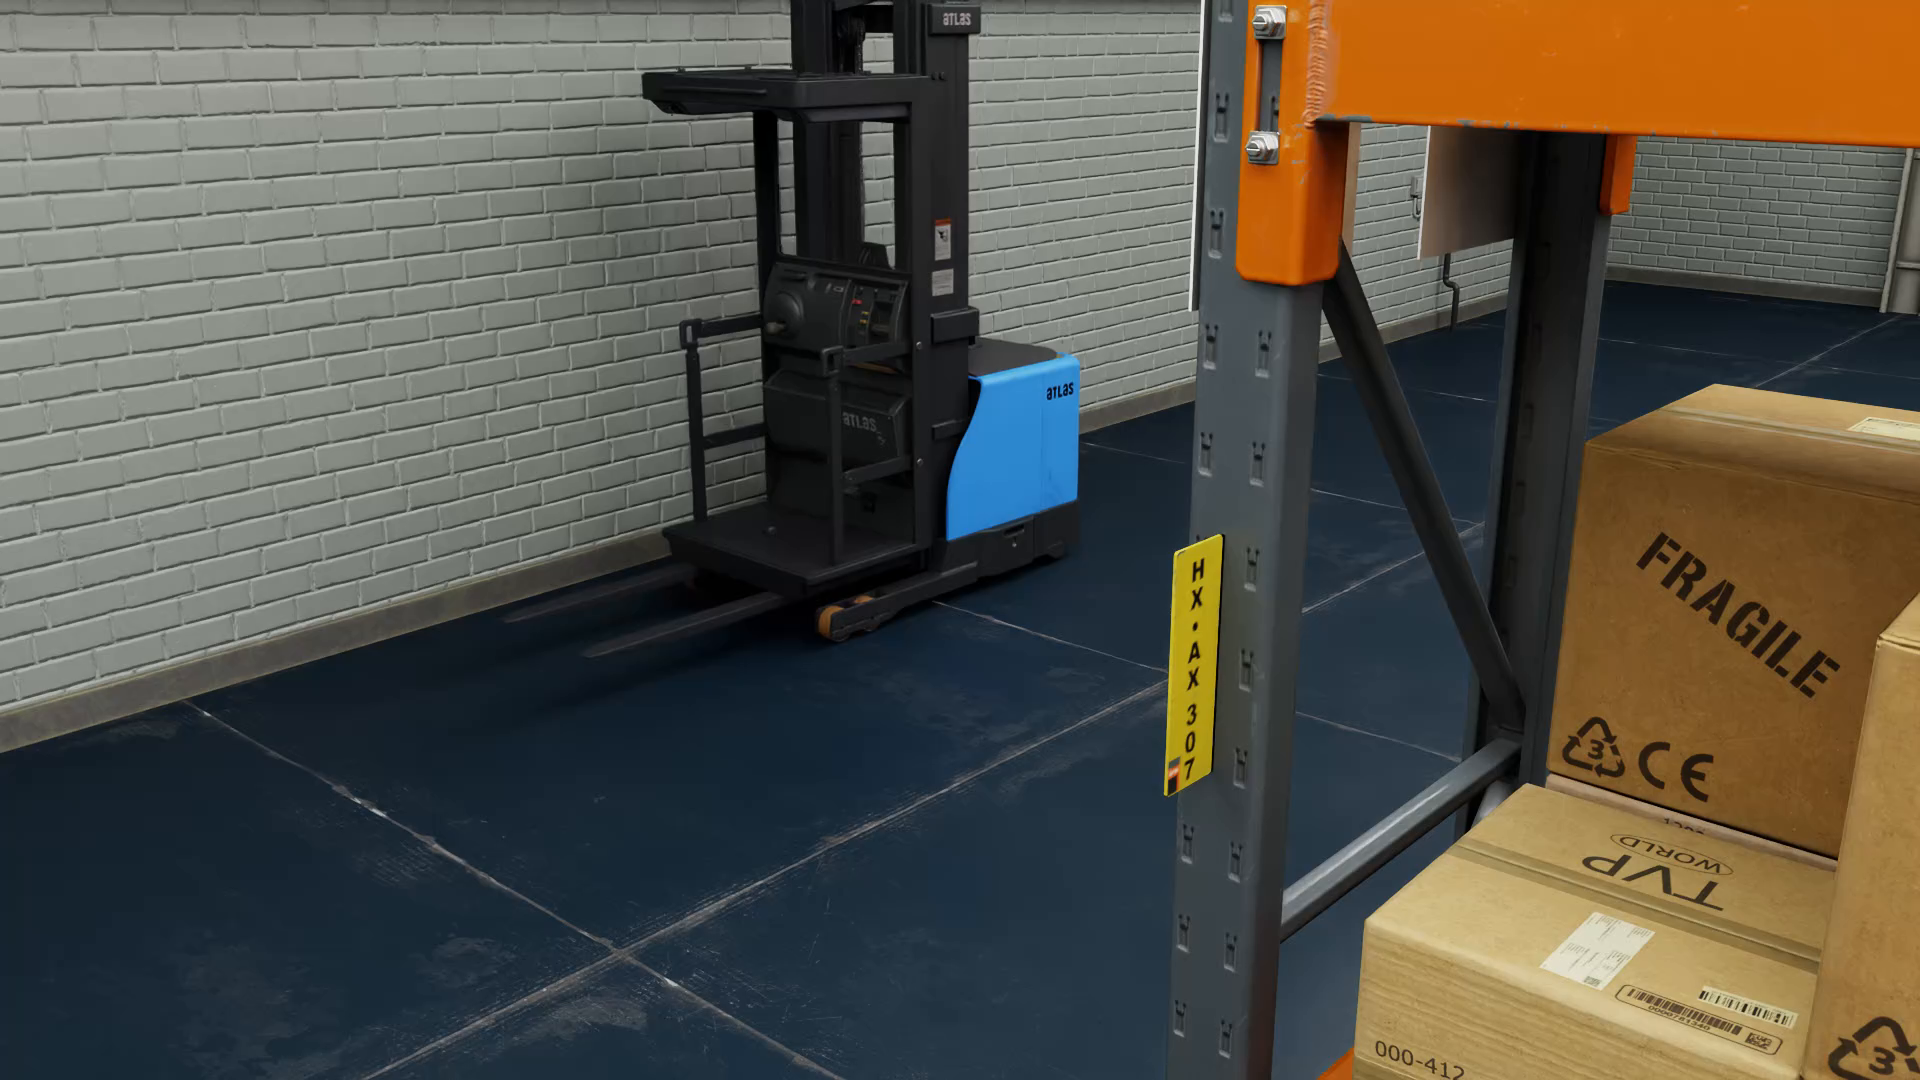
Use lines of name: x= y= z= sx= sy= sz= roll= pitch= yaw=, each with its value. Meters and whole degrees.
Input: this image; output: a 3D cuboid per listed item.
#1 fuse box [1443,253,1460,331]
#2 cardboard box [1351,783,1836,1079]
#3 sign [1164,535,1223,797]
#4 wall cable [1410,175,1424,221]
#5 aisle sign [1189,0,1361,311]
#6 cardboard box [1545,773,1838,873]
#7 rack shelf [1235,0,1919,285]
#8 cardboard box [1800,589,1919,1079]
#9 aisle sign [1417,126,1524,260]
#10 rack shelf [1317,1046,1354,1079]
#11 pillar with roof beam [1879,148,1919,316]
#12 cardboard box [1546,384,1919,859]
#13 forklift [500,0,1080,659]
fuse box: x=4.514 y=-2.716 z=14.840 sx=0.414 sy=1.711 sz=0.539 roll=15 pitch=23 yaw=39
cardboard box: x=0.846 y=0.572 z=2.106 sx=0.500 sy=0.250 sz=0.500 roll=14 pitch=23 yaw=38
sign: x=0.293 y=0.159 z=2.089 sx=0.005 sy=0.325 sz=0.100 roll=15 pitch=23 yaw=39
wall cable: x=3.944 y=-3.691 z=14.104 sx=0.122 sy=1.984 sz=0.588 roll=15 pitch=23 yaw=39
aisle sign: x=0.413 y=-0.700 z=2.062 sx=0.004 sy=0.787 sz=0.394 roll=15 pitch=23 yaw=39
cardboard box: x=1.204 y=0.452 z=2.484 sx=0.500 sy=0.250 sz=0.500 roll=15 pitch=23 yaw=38
rack shelf: x=2.162 y=-0.200 z=1.014 sx=4.000 sy=0.370 sz=1.077 roll=15 pitch=23 yaw=39
cardboard box: x=1.220 y=0.315 z=1.676 sx=0.500 sy=0.500 sz=0.500 roll=14 pitch=23 yaw=38
aisle sign: x=0.811 y=-0.836 z=2.490 sx=0.004 sy=0.787 sz=0.394 roll=15 pitch=23 yaw=39
rack shelf: x=2.162 y=1.230 z=1.467 sx=4.000 sy=0.370 sz=1.077 roll=15 pitch=23 yaw=39
pillar with roof beam: x=6.260 y=-5.511 z=11.602 sx=0.400 sy=9.000 sz=9.100 roll=15 pitch=23 yaw=39
cardboard box: x=1.205 y=0.096 z=2.367 sx=0.500 sy=0.500 sz=0.500 roll=15 pitch=23 yaw=40
forklift: x=-0.740 y=-1.102 z=7.739 sx=1.130 sy=2.935 sz=3.031 roll=16 pitch=24 yaw=41
